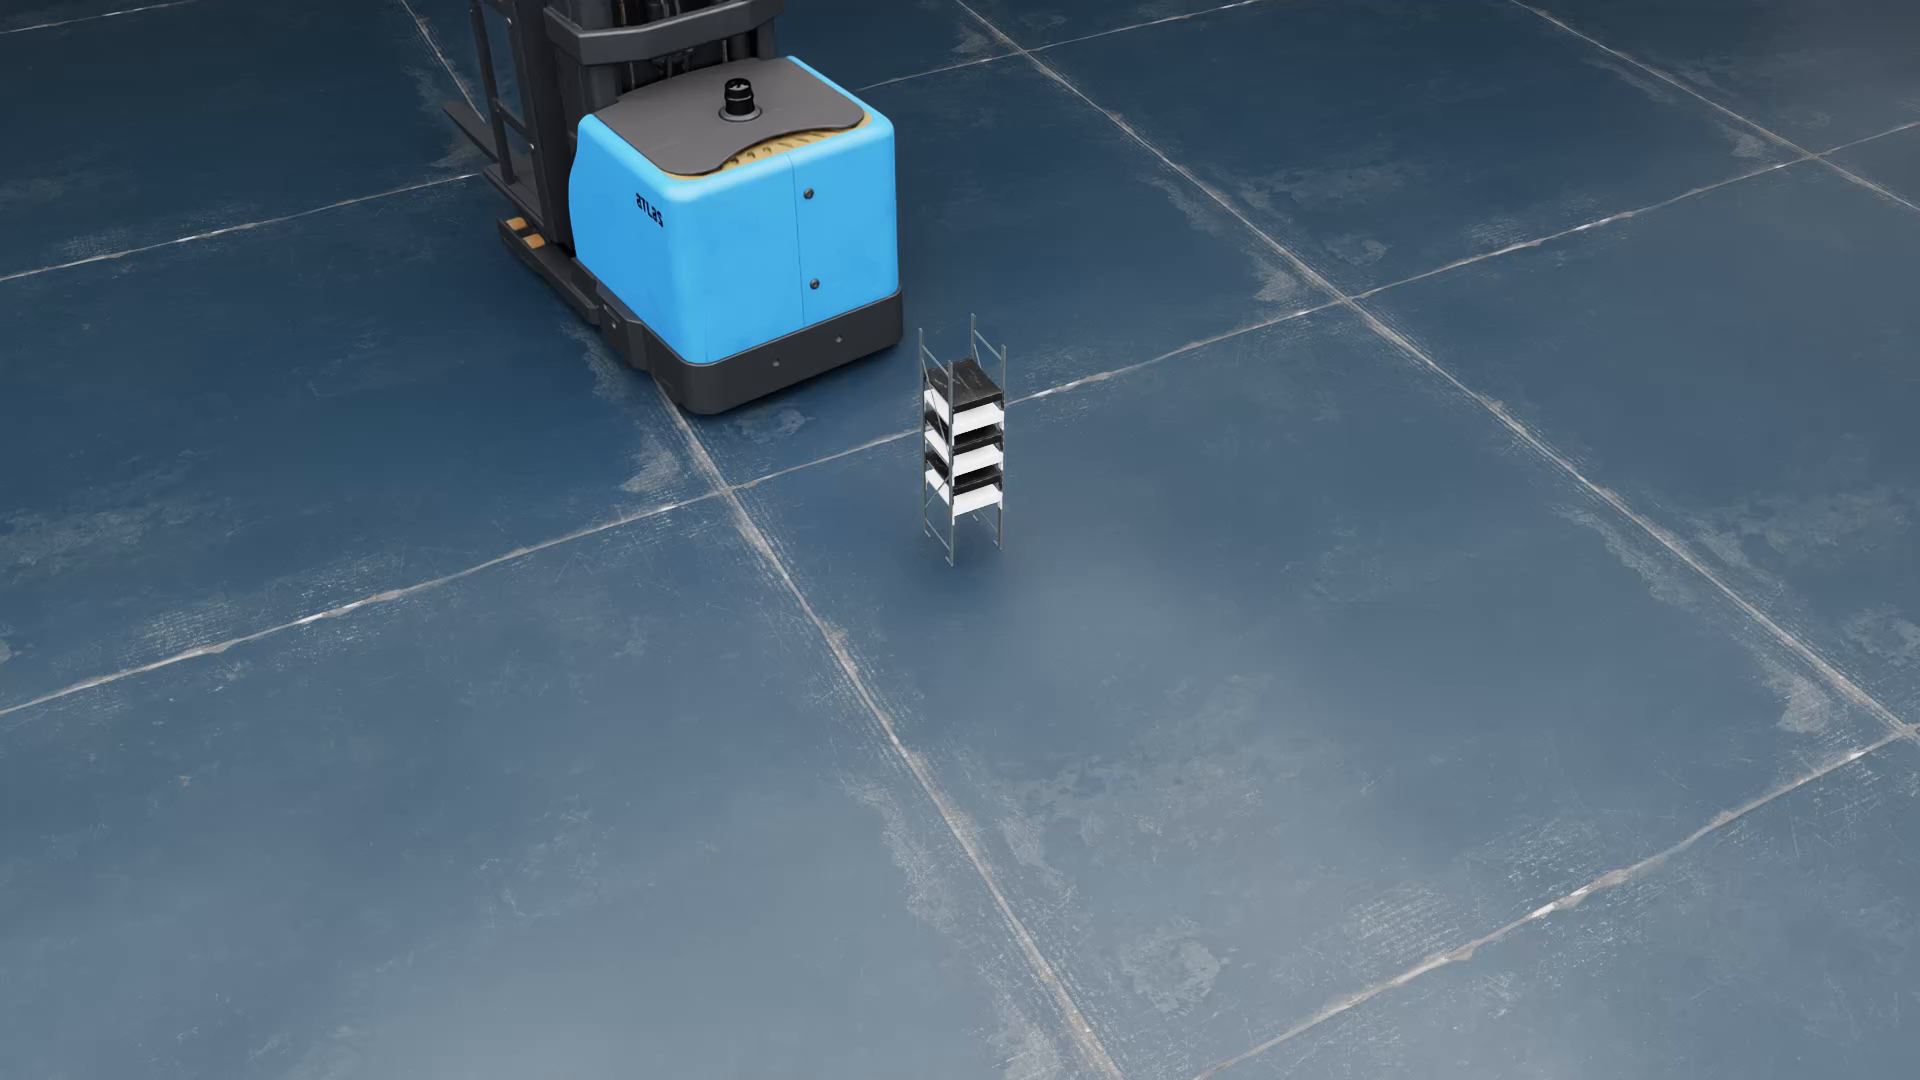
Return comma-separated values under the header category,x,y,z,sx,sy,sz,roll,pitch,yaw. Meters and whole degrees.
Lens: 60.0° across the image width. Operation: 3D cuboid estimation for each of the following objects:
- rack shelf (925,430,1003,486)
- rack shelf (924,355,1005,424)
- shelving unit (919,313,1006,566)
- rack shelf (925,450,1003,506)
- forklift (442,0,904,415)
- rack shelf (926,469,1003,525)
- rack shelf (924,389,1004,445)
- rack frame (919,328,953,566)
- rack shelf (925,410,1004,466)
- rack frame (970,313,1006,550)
category,x,y,z,sx,sy,sz,roll,pitch,yaw
rack shelf,0.007,-0.320,5.984,0.200,0.077,0.258,-19,44,-21
rack shelf,0.007,-0.527,5.809,0.200,0.077,0.258,-19,44,-21
shelving unit,0.007,-0.346,5.962,0.210,0.900,0.258,-19,44,-21
rack shelf,0.007,-0.252,6.042,0.200,0.077,0.258,-19,44,-21
forklift,-1.513,-2.535,6.976,1.130,2.935,3.031,-25,46,-27
rack shelf,0.007,-0.183,6.100,0.200,0.077,0.258,-19,44,-21
rack shelf,0.007,-0.458,5.867,0.200,0.077,0.258,-19,44,-21
rack frame,-0.083,-0.316,5.926,0.006,0.900,0.240,-19,44,-21
rack shelf,0.007,-0.389,5.926,0.200,0.077,0.258,-19,44,-21
rack frame,0.097,-0.376,5.998,0.006,0.900,0.240,-19,44,-21
